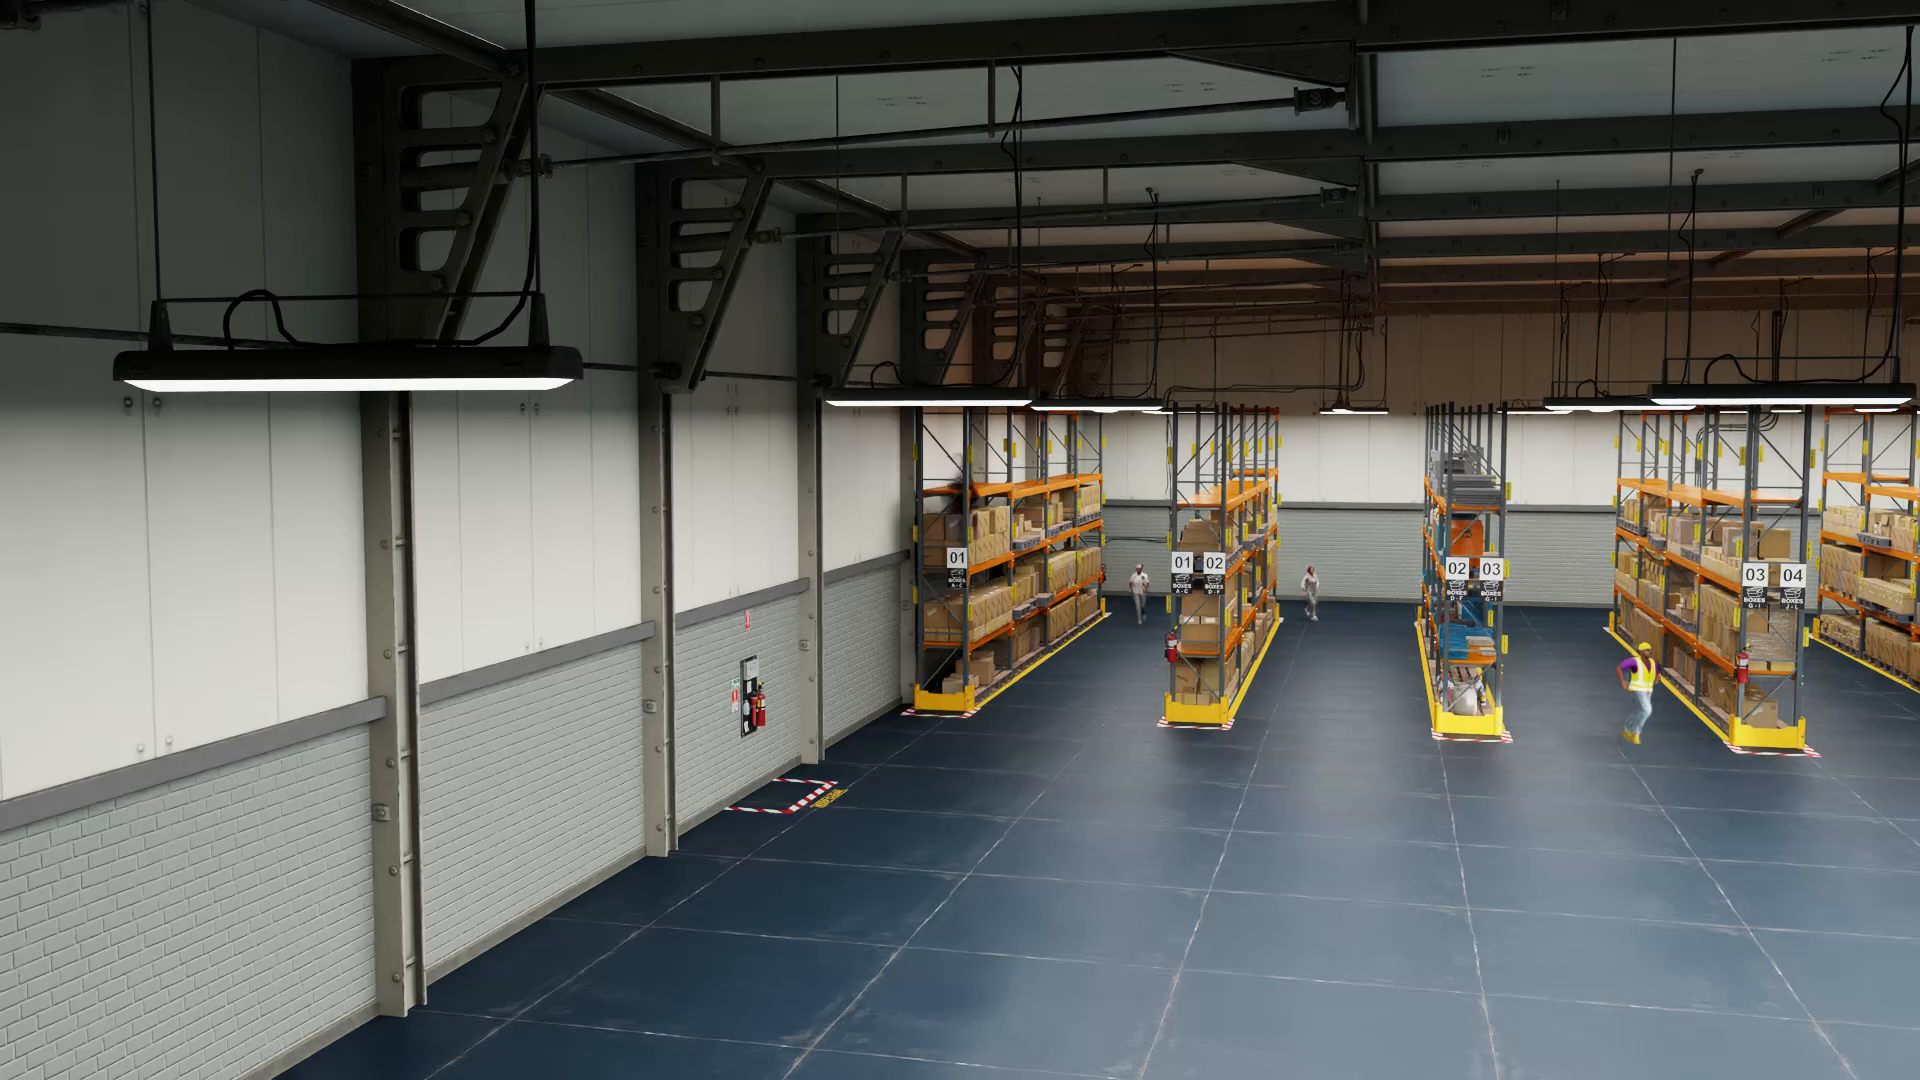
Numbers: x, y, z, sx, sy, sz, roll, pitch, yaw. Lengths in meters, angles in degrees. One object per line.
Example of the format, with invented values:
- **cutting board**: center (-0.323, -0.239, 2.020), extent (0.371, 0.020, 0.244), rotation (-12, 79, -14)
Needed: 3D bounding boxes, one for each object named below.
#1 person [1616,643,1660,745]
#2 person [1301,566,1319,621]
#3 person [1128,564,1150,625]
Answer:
- **person**: center (12.009, 2.684, 29.315), extent (0.683, 1.774, 0.657), rotation (-3, 5, -31)
- **person**: center (9.839, 1.490, 46.976), extent (0.546, 1.549, 0.558), rotation (-2, 5, -28)
- **person**: center (4.974, 1.486, 46.215), extent (0.589, 1.683, 0.619), rotation (1, 4, 8)
